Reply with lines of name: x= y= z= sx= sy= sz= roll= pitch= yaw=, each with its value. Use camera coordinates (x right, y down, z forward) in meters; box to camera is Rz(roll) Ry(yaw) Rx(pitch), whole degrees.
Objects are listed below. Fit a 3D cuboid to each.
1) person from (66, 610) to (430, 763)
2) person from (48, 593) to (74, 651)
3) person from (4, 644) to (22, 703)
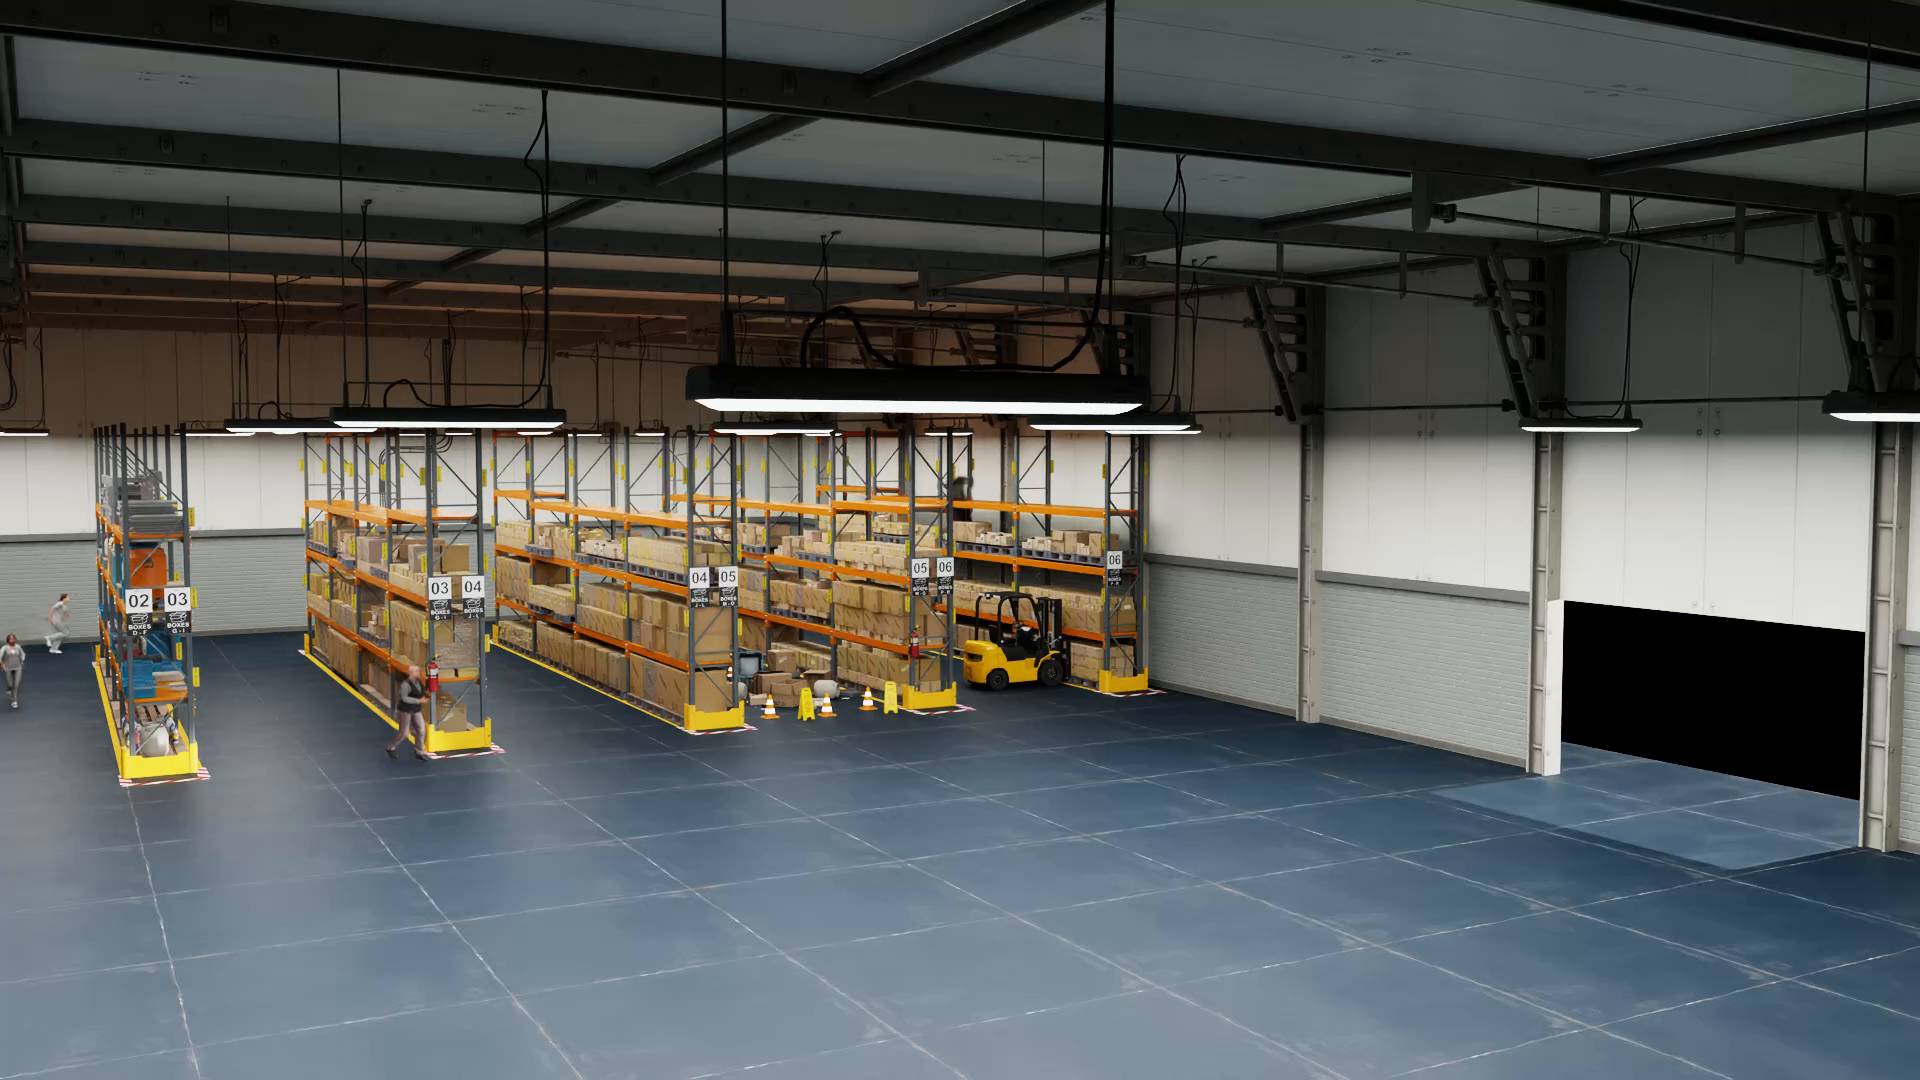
person: x=-16.807 y=2.735 z=37.028 sx=19.407 sy=1.524 sz=9.162 roll=1 pitch=4 yaw=22
person: x=-24.164 y=2.203 z=44.692 sx=0.627 sy=1.536 sz=0.553 roll=-2 pitch=4 yaw=-24
person: x=-20.341 y=2.857 z=35.711 sx=0.346 sy=1.264 sz=0.540 roll=-3 pitch=4 yaw=-36
